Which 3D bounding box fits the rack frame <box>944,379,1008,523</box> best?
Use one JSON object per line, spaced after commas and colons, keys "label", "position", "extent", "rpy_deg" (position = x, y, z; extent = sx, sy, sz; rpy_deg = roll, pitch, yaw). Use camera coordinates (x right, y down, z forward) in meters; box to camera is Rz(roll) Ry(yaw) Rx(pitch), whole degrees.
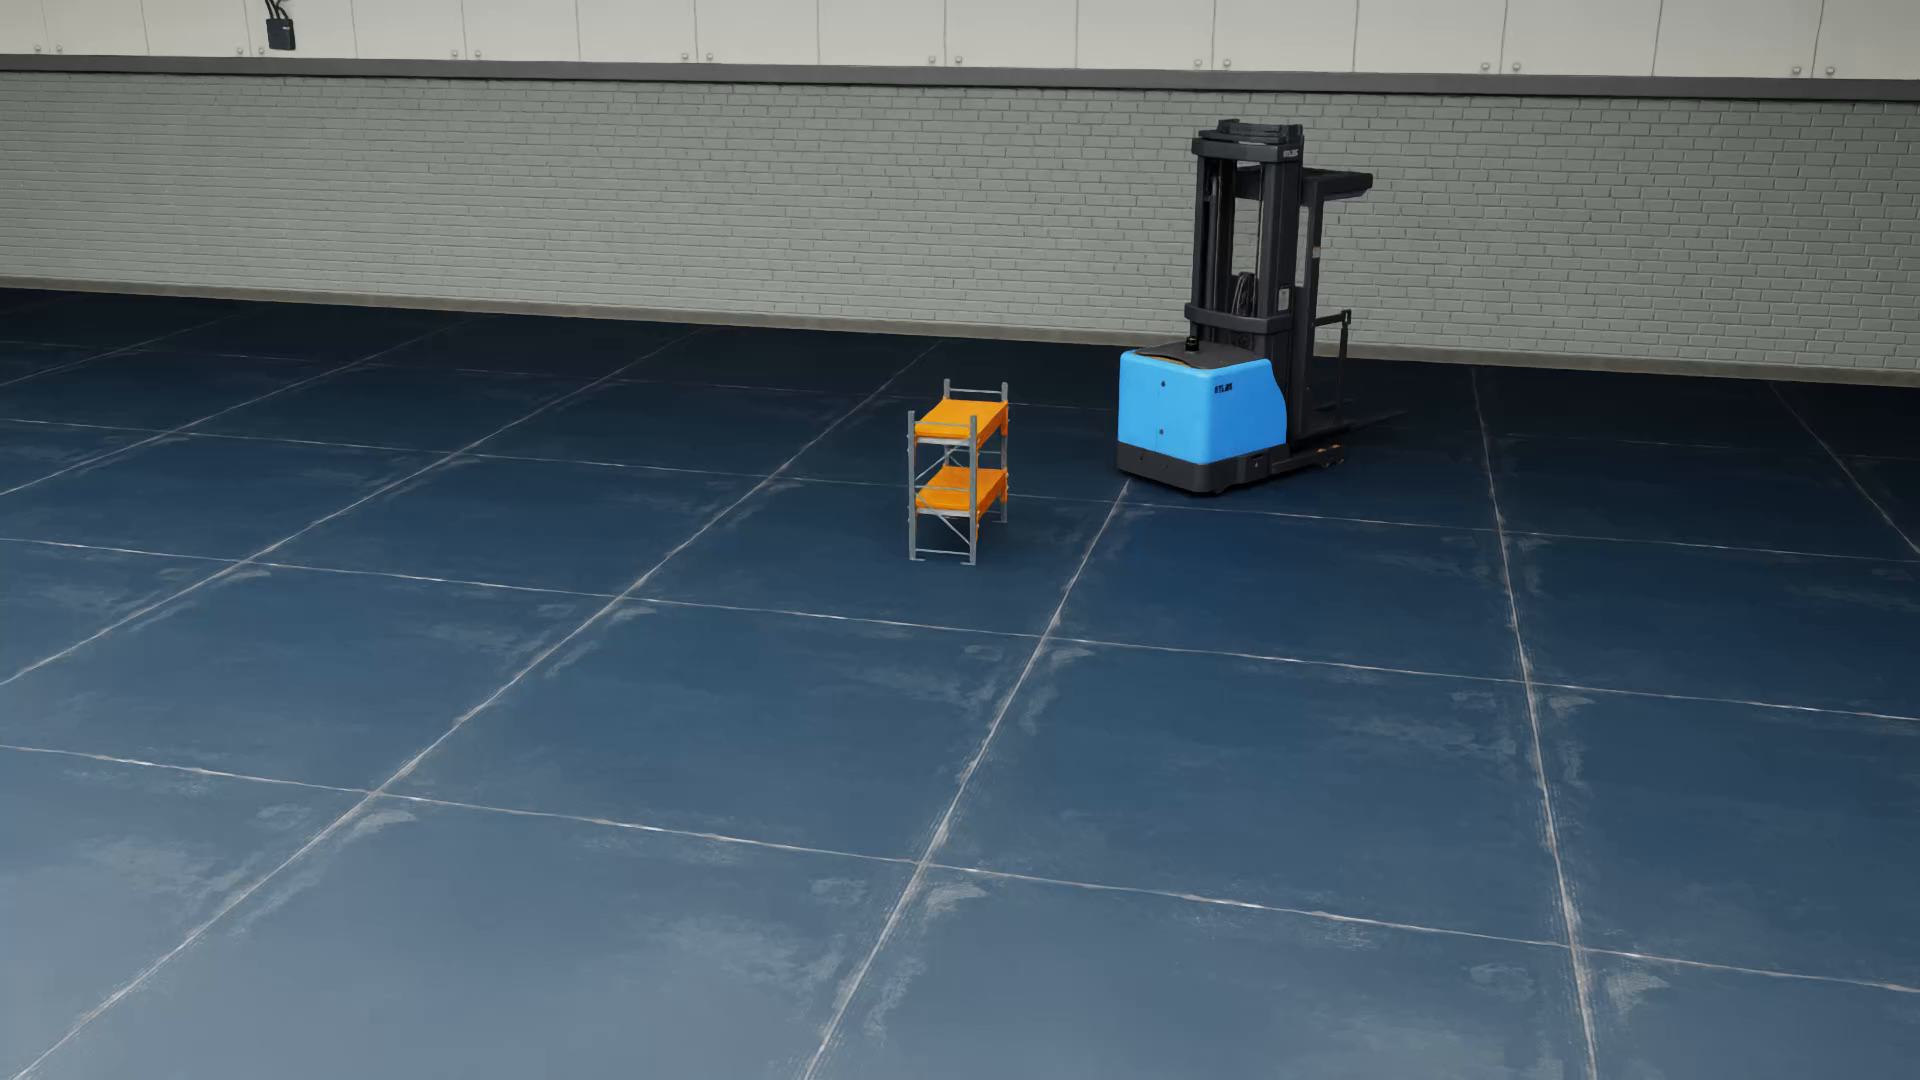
{"label": "rack frame", "position": [0.123, -0.690, 12.966], "extent": [0.500, 1.125, 0.032], "rpy_deg": [5, 19, 13]}

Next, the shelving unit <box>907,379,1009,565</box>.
{"label": "shelving unit", "position": [-0.002, -0.530, 12.500], "extent": [0.538, 1.125, 1.048], "rpy_deg": [5, 19, 13]}

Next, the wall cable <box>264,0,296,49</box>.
{"label": "wall cable", "position": [-7.453, -8.863, 19.453], "extent": [2.305, 6.003, 0.169], "rpy_deg": [5, 19, 13]}

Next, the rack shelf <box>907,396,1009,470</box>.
{"label": "rack shelf", "position": [-0.002, -0.807, 12.405], "extent": [0.538, 0.278, 1.000], "rpy_deg": [5, 19, 13]}

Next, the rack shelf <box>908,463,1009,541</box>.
{"label": "rack shelf", "position": [-0.002, -0.299, 12.579], "extent": [0.538, 0.278, 1.000], "rpy_deg": [5, 19, 13]}

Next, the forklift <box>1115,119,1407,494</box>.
{"label": "forklift", "position": [2.790, -2.138, 14.412], "extent": [3.031, 2.935, 1.130], "rpy_deg": [-15, 24, -37]}

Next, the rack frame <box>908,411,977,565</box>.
{"label": "rack frame", "position": [-0.126, -0.371, 12.033], "extent": [0.500, 1.125, 0.032], "rpy_deg": [5, 19, 13]}
